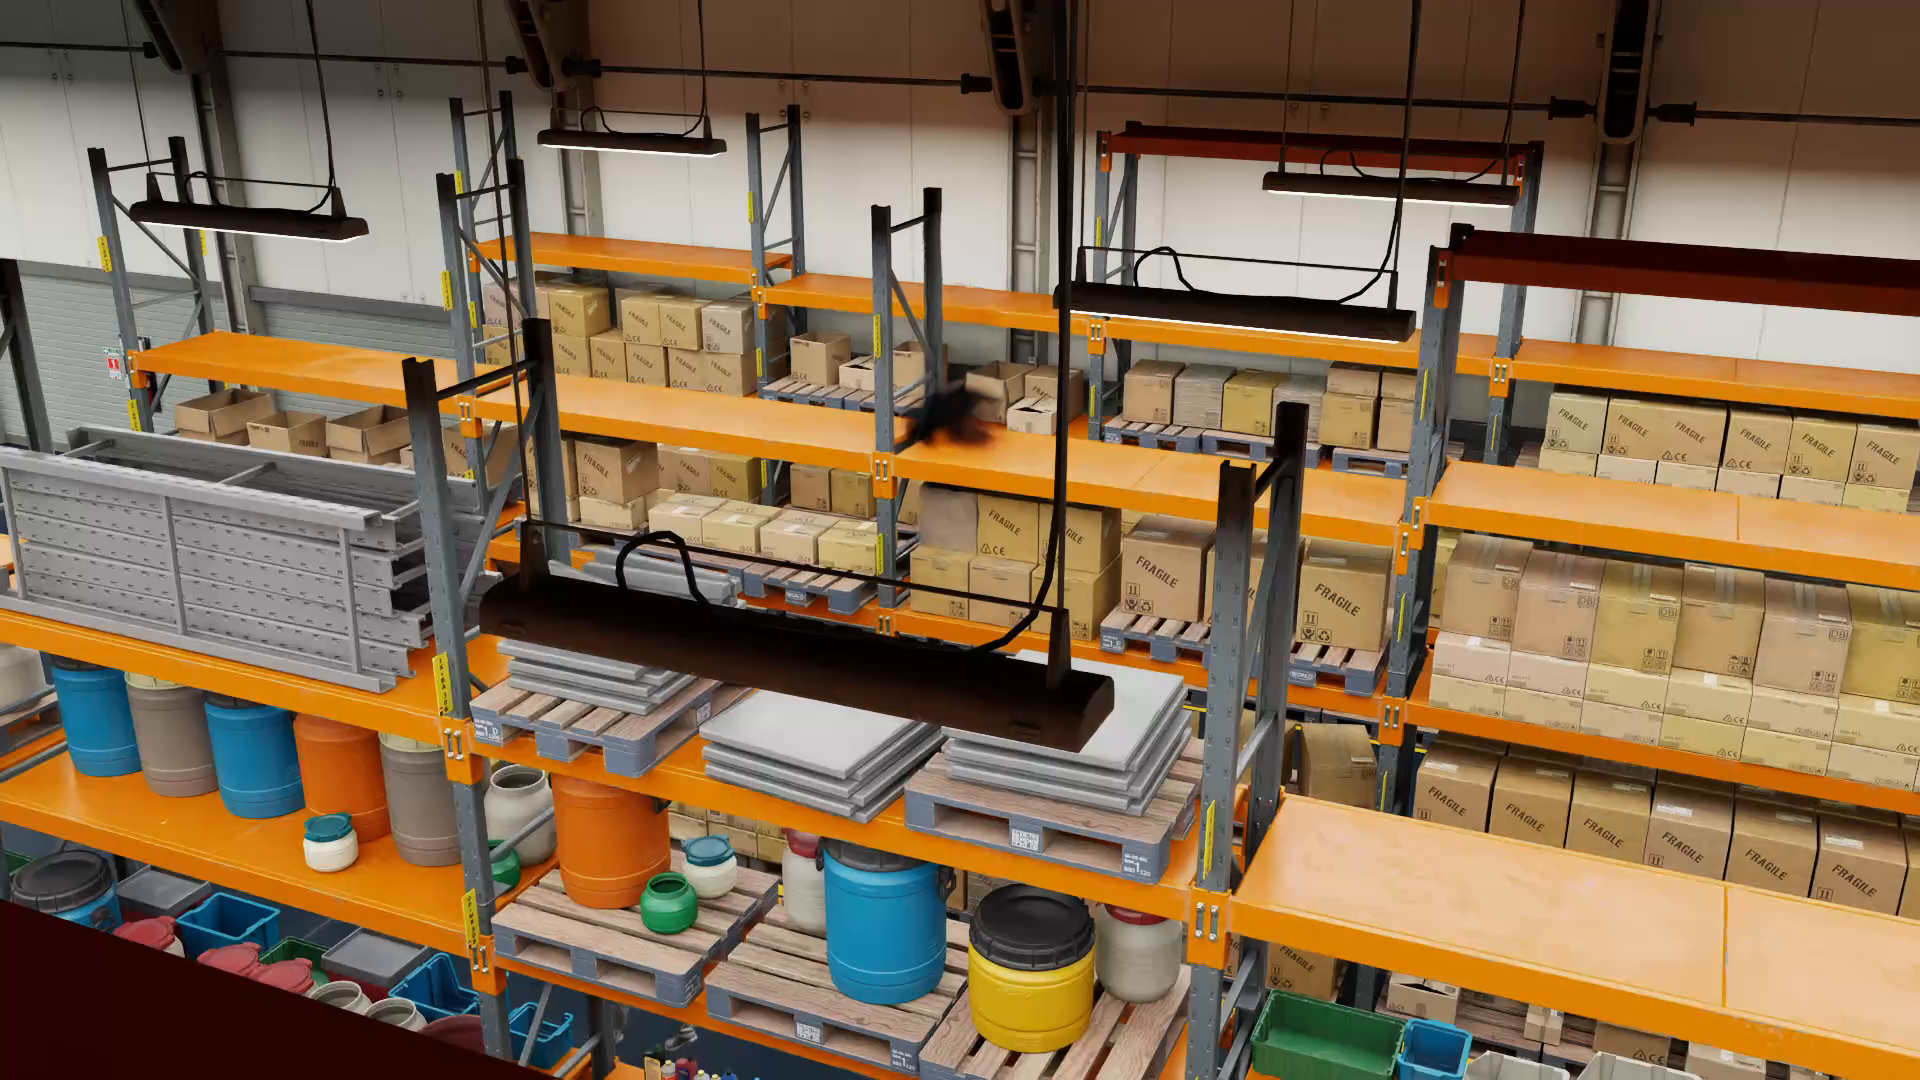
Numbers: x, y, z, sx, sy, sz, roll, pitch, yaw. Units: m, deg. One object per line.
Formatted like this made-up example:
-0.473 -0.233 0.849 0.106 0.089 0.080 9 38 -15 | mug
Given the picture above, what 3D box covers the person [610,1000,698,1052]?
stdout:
-2.287 2.896 11.792 0.817 1.734 0.562 9 22 22 | person
